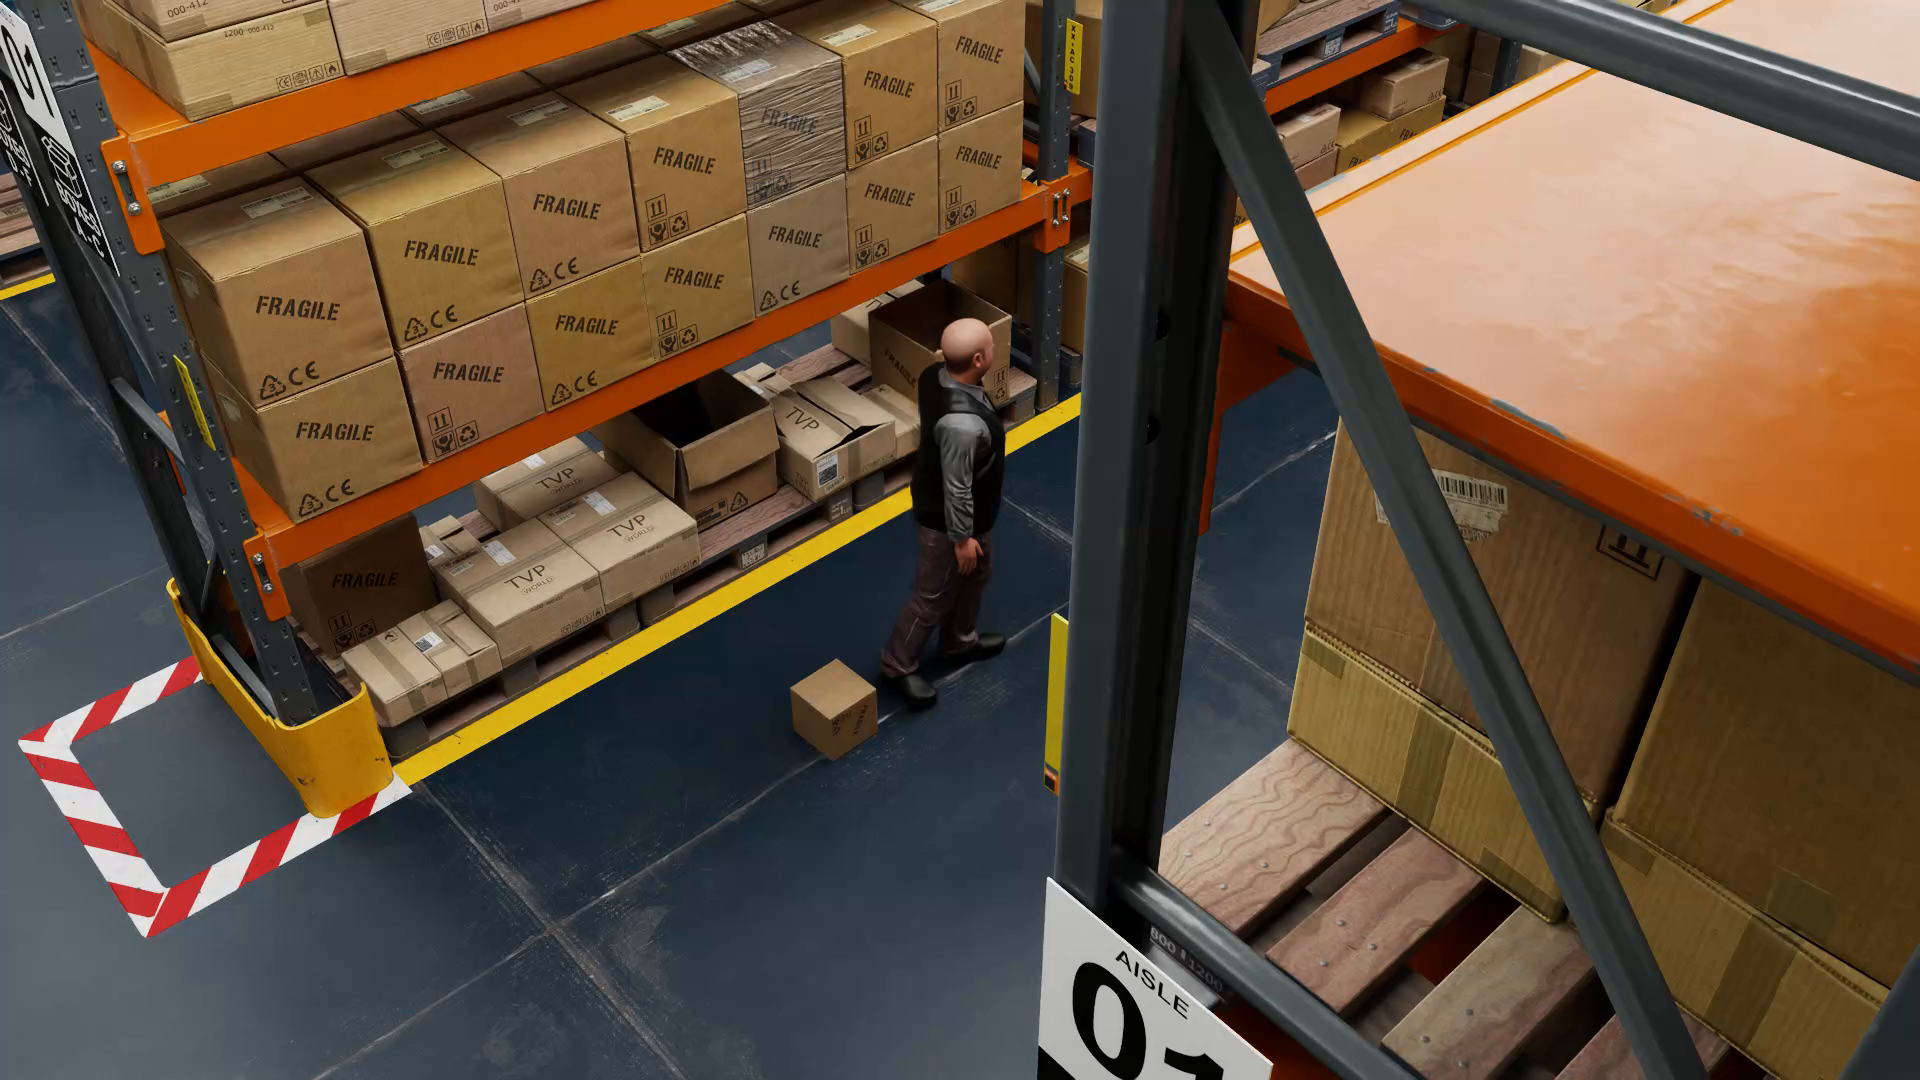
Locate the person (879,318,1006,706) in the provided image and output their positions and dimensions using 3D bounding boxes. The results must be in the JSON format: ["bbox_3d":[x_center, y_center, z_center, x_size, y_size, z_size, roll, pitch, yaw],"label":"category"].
[{"bbox_3d":[-0.069,-0.115,6.643,0.562,1.711,0.563,-3,40,-4],"label":"person"}]
